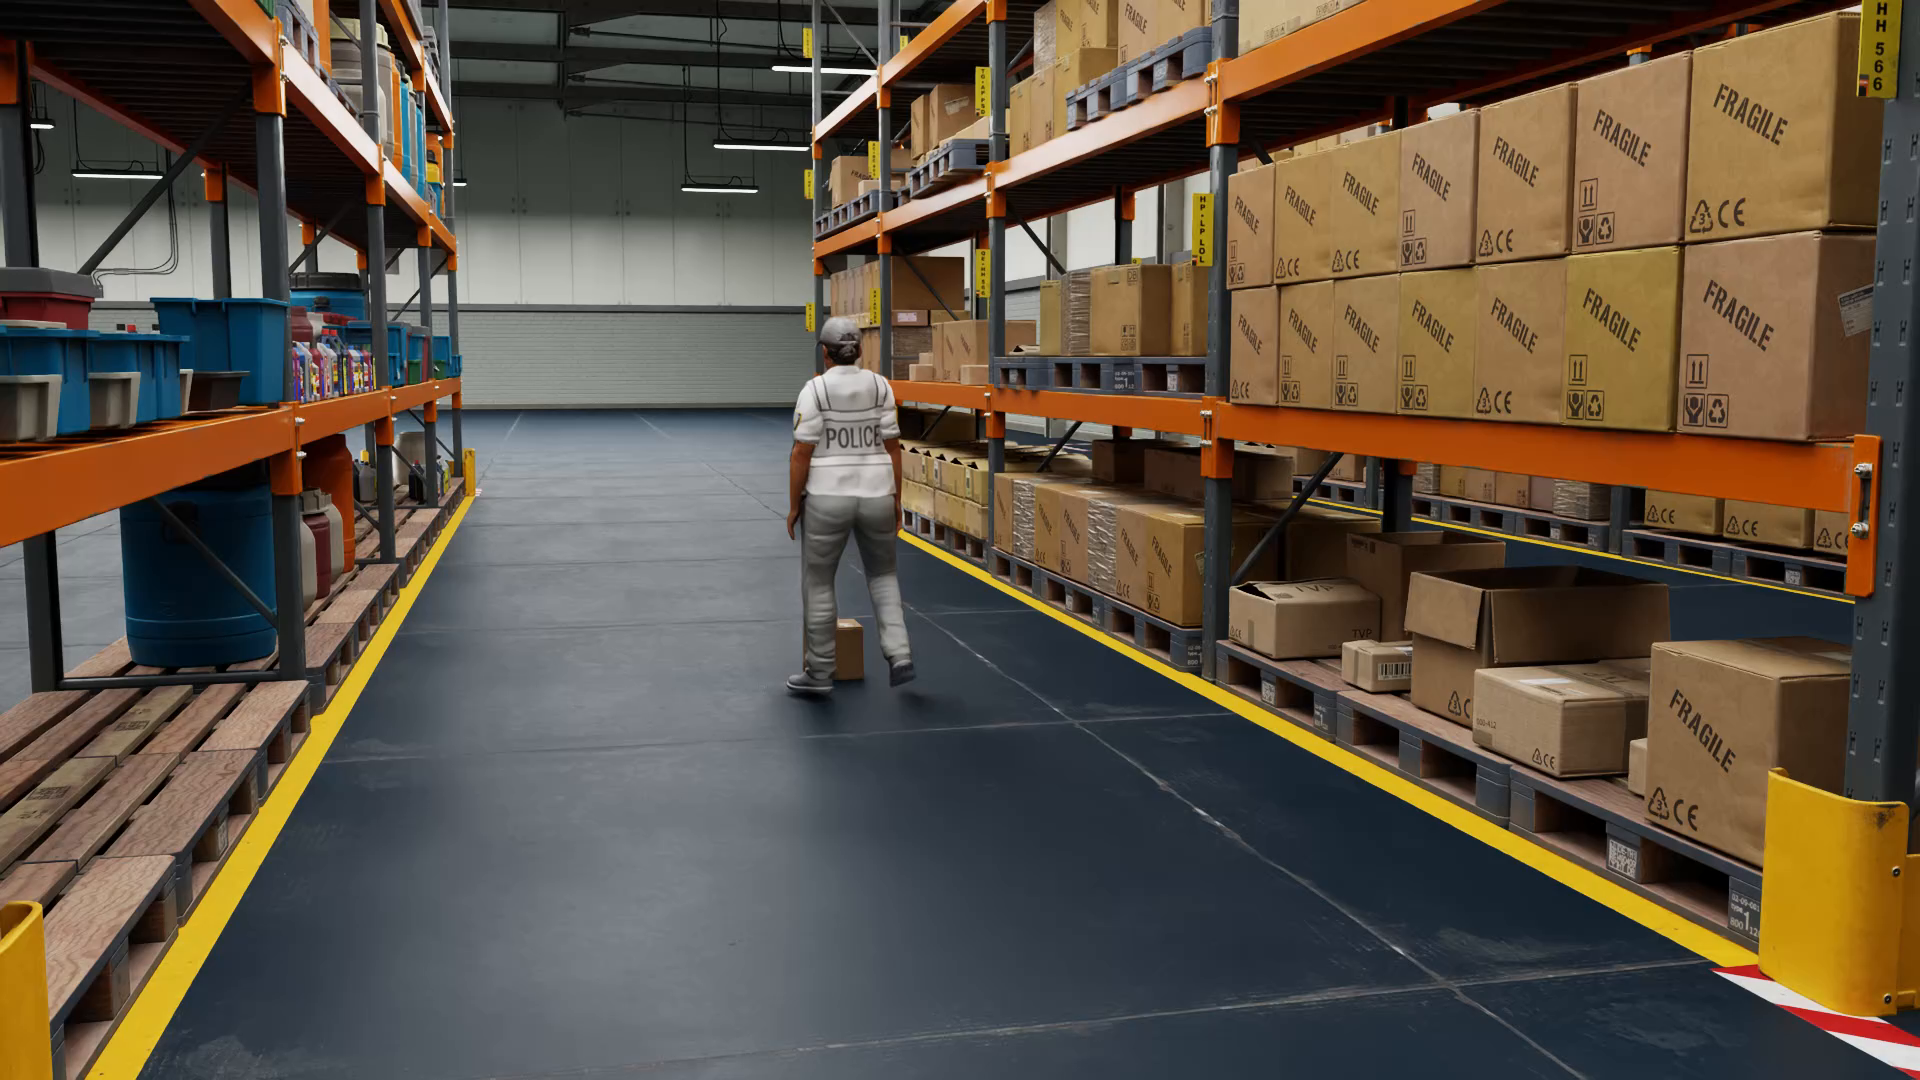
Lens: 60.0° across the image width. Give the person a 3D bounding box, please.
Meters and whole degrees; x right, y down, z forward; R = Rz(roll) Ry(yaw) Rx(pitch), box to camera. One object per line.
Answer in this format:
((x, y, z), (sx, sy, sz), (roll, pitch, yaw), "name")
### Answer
((-0.489, -0.151, 7.367), (0.573, 1.668, 0.486), (-3, 7, -26), "person")
